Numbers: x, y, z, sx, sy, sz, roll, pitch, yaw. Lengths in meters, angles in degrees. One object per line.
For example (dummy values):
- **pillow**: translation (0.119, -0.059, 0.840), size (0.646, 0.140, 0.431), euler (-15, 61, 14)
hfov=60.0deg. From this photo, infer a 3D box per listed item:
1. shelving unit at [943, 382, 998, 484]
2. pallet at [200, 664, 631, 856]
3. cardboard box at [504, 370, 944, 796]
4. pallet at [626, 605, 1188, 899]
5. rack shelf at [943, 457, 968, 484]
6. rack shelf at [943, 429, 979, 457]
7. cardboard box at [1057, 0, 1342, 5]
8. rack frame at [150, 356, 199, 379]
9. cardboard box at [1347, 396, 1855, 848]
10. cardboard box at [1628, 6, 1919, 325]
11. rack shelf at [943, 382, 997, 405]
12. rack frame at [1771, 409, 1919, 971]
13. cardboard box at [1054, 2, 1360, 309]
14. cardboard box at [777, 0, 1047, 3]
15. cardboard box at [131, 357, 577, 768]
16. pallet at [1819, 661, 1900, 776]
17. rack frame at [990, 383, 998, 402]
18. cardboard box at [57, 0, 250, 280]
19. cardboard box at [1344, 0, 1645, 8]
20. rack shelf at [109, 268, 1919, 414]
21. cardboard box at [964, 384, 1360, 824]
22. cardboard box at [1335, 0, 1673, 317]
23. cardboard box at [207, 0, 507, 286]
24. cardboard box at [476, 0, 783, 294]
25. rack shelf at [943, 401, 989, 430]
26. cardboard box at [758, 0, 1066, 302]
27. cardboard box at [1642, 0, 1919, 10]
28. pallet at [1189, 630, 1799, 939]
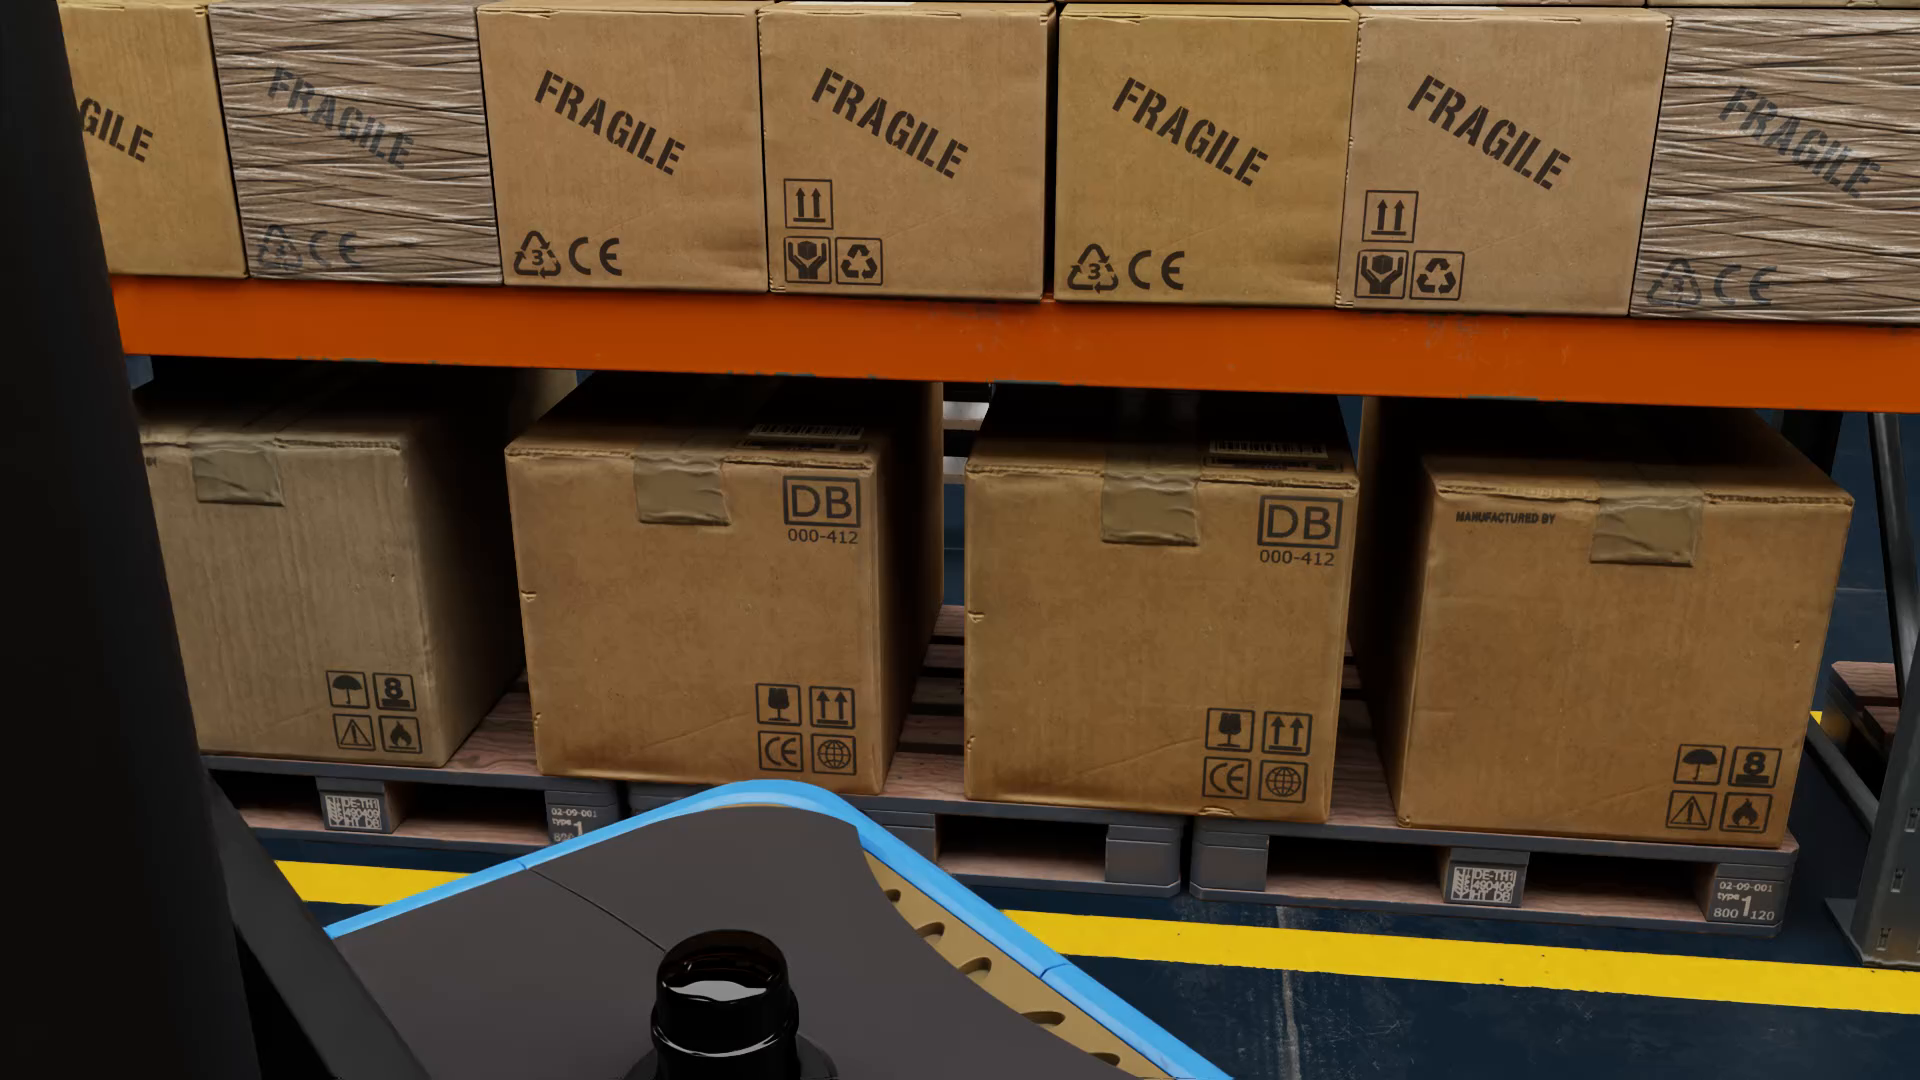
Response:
- **shelving unit**: translation (0.008, -0.418, 5.273), size (0.210, 0.900, 0.258), euler (2, 22, 6)
- **pallet**: translation (-1.285, 0.402, 4.137), size (1.213, 0.211, 1.003), euler (2, 22, 6)
- **cardboard box**: translation (-0.476, -0.013, 3.881), size (0.750, 0.750, 1.050), euler (2, 22, 6)
- **pallet**: translation (-0.070, 0.454, 4.005), size (1.213, 0.211, 1.003), euler (2, 22, 6)
- **rack shelf**: translation (0.008, -0.220, 5.352), size (0.200, 0.077, 0.258), euler (2, 22, 6)
- **rack shelf**: translation (0.008, -0.303, 5.319), size (0.200, 0.077, 0.258), euler (2, 22, 6)
- **cardboard box**: translation (0.455, -1.305, 3.165), size (0.500, 0.500, 0.700), euler (2, 22, 5)
- **rack frame**: translation (-2.060, -0.901, 3.639), size (0.127, 3.000, 1.000), euler (2, 22, 6)
- **cardboard box**: translation (1.318, 0.064, 3.687), size (0.750, 0.750, 1.050), euler (2, 22, 6)
- **cardboard box**: translation (1.433, -0.696, 2.984), size (0.500, 0.500, 0.500), euler (2, 22, 6)
- **rack shelf**: translation (0.008, -0.471, 5.253), size (0.200, 0.077, 0.258), euler (2, 22, 6)
- **rack frame**: translation (1.912, -0.728, 3.201), size (0.127, 3.000, 1.000), euler (2, 22, 6)
- **cardboard box**: translation (0.441, -0.740, 3.095), size (0.500, 0.500, 0.500), euler (2, 22, 5)
- **cardboard box**: translation (-0.053, -1.327, 3.221), size (0.500, 0.500, 0.700), euler (2, 22, 6)
- **cardboard box**: translation (-1.433, -0.056, 3.990), size (0.750, 0.750, 1.050), euler (2, 22, 6)
- **pallet**: translation (2.688, 0.603, 3.627), size (1.213, 0.211, 1.003), euler (2, 22, 6)
- **rack frame**: translation (0.109, -0.414, 5.262), size (0.006, 0.900, 0.240), euler (2, 22, 6)
- **cardboard box**: translation (-1.570, -0.826, 3.314), size (0.500, 0.500, 0.500), euler (3, 22, 7)
- **cardboard box**: translation (0.965, -1.284, 3.111), size (0.500, 0.500, 0.700), euler (2, 22, 6)
- **rack shelf**: translation (-0.074, -0.480, 3.552), size (4.000, 0.370, 1.077), euler (2, 22, 6)
- **cardboard box**: translation (0.449, 0.027, 3.780), size (0.750, 0.750, 1.050), euler (3, 22, 7)
- **cardboard box**: translation (0.938, -0.718, 3.040), size (0.500, 0.500, 0.500), euler (2, 22, 6)
- **cardboard box**: translation (-1.068, -0.805, 3.260), size (0.500, 0.500, 0.500), euler (3, 22, 7)
- **cardboard box**: translation (-0.572, -0.782, 3.203), size (0.500, 0.500, 0.500), euler (2, 22, 6)
- **rack shelf**: translation (0.008, -0.387, 5.286), size (0.200, 0.077, 0.258), euler (2, 22, 6)
- **cardboard box**: translation (-0.068, -0.760, 3.147), size (0.500, 0.500, 0.500), euler (3, 22, 7)
- **cardboard box**: translation (1.467, -1.262, 3.057), size (0.500, 0.500, 0.700), euler (2, 22, 6)
- **pallet**: translation (1.138, 0.507, 3.870), size (1.213, 0.211, 1.003), euler (2, 22, 6)
